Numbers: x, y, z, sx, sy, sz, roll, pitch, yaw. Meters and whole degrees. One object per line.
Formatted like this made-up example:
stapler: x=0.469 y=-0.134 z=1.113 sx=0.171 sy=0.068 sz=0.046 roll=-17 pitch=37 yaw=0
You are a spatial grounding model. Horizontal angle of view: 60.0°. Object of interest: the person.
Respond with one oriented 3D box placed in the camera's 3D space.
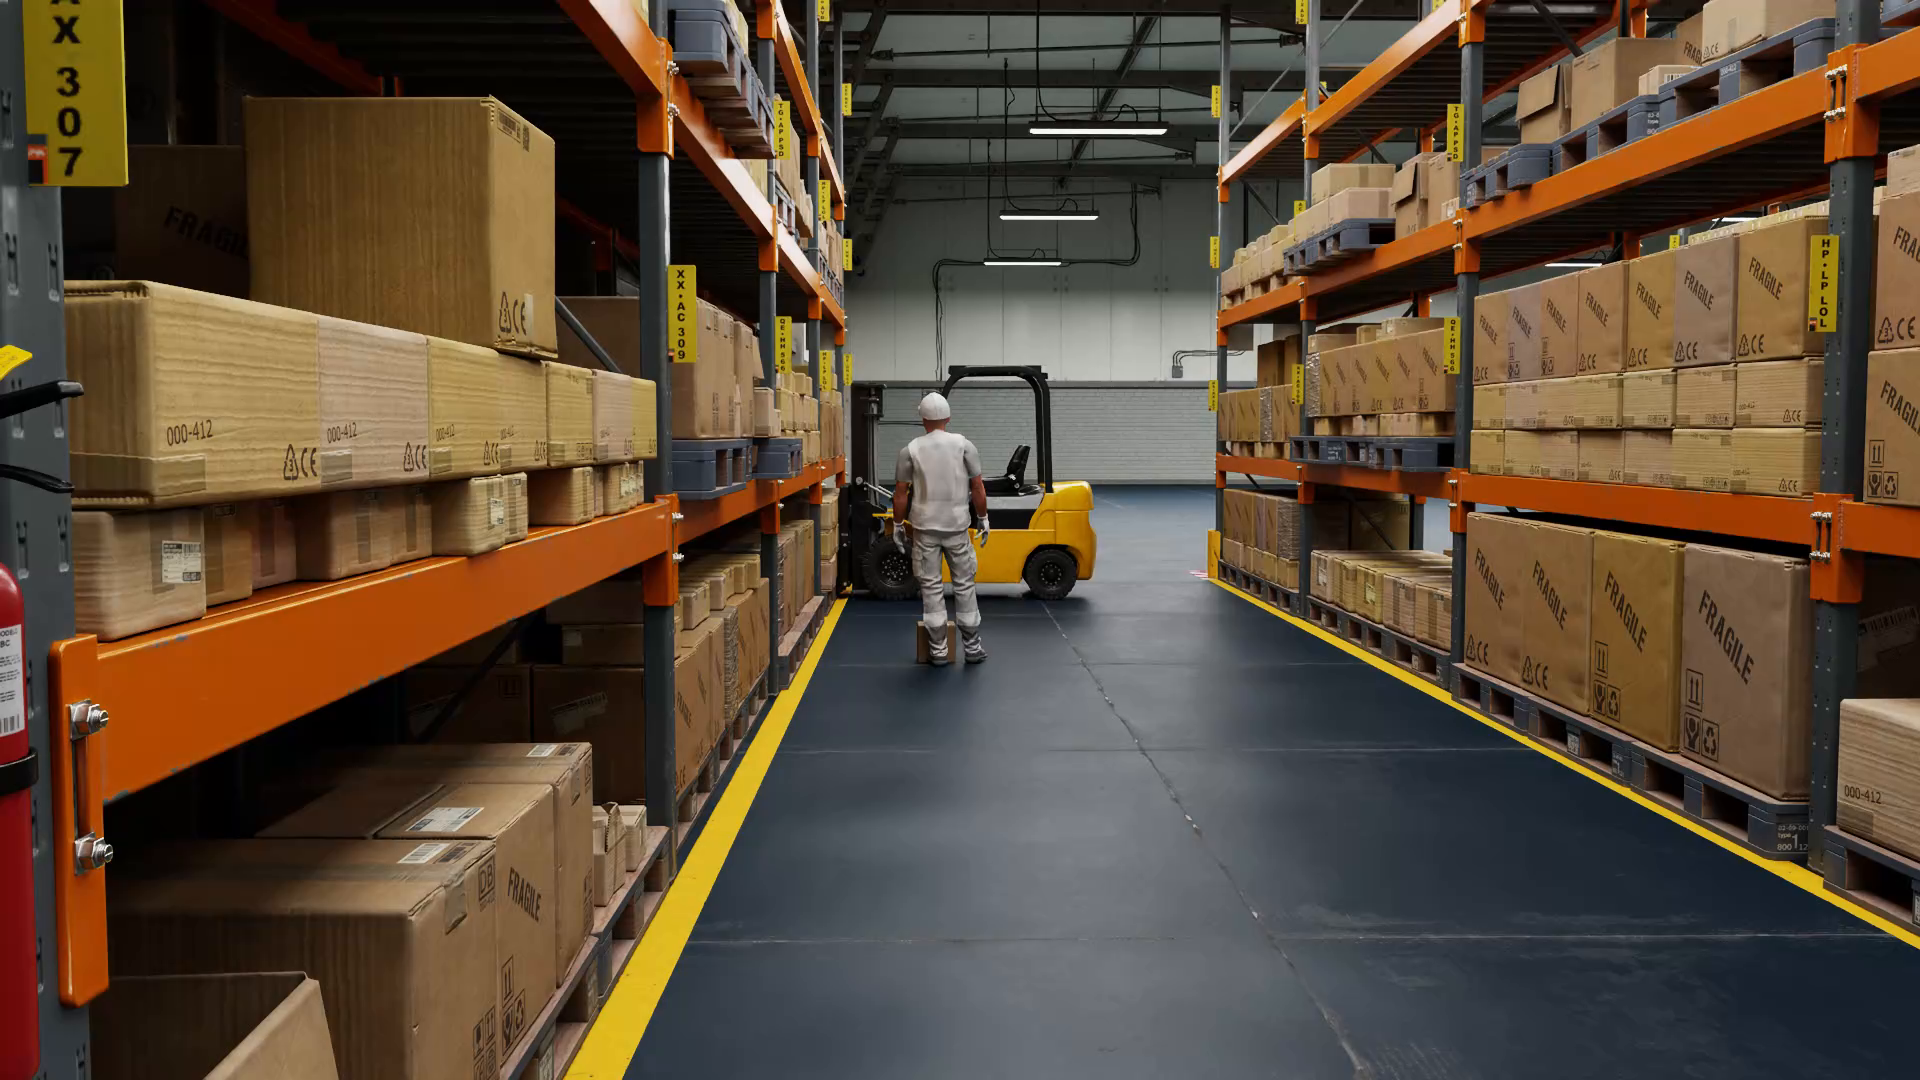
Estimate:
person: x=-0.124 y=-0.075 z=11.007 sx=0.638 sy=1.790 sz=0.561 roll=0 pitch=4 yaw=-1
